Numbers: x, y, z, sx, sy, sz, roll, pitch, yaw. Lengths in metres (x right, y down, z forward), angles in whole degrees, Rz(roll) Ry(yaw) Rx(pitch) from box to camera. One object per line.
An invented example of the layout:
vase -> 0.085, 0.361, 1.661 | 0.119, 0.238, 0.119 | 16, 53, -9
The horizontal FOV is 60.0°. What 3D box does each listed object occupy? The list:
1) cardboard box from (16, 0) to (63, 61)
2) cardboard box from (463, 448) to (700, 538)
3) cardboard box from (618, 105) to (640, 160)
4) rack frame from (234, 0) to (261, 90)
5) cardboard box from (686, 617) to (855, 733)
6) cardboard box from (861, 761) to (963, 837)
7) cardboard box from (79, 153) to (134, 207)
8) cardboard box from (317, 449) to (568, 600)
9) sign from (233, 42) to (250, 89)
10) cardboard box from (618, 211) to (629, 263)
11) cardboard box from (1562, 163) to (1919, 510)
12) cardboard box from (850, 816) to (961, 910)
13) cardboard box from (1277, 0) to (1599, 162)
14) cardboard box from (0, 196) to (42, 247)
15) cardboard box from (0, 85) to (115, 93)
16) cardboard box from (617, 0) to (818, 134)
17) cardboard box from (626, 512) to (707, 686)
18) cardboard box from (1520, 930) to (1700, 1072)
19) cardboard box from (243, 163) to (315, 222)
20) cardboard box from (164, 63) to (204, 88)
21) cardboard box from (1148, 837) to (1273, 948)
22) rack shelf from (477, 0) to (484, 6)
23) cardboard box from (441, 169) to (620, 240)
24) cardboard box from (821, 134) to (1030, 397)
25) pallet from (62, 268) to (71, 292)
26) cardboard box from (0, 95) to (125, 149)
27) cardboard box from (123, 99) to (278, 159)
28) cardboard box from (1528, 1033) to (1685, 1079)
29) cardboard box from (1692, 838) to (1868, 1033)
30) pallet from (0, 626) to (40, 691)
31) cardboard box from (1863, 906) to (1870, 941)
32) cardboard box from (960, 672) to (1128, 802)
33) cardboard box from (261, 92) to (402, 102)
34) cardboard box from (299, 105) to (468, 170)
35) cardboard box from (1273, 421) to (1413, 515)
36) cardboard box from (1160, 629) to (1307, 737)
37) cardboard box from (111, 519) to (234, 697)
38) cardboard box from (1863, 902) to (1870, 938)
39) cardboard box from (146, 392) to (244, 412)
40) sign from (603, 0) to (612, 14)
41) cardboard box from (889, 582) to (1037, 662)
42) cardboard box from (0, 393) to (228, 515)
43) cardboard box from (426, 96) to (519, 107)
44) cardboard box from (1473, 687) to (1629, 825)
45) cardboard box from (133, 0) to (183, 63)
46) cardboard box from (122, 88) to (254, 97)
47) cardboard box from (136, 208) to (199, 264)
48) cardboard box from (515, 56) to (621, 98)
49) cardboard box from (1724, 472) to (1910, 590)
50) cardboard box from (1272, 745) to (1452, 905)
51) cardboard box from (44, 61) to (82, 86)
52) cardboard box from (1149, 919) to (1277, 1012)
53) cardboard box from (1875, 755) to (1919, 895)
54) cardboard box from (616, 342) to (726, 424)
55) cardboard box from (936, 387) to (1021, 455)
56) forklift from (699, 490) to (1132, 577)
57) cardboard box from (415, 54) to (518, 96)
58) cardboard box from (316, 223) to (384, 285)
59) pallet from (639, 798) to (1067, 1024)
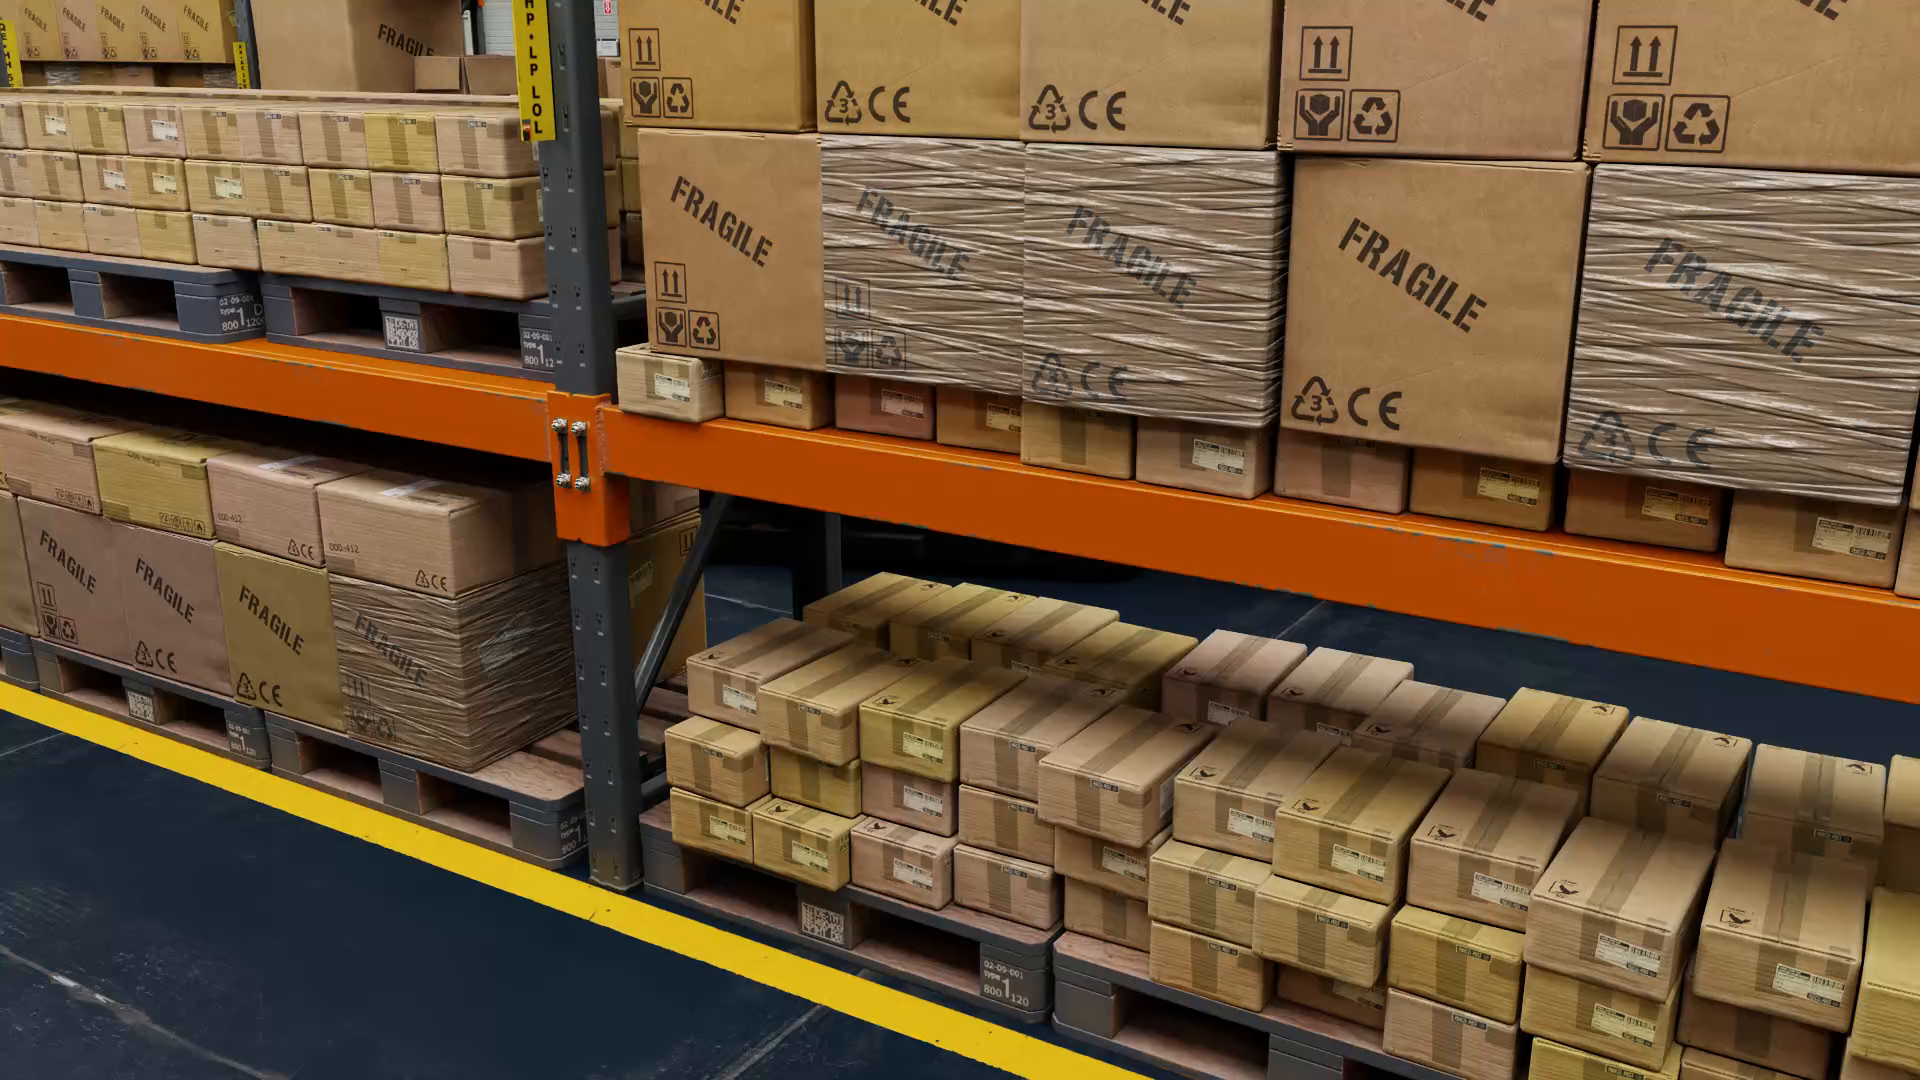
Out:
cardboard box -> -7.033, -4.045, 13.131 | 0.500, 0.500, 0.500 | 10, 20, 30
cardboard box -> -1.156, -0.184, 5.113 | 0.500, 0.250, 0.500 | 9, 19, 28
cardboard box -> -0.759, -1.181, 4.796 | 0.250, 0.149, 0.380 | 11, 20, 33
rack frame -> -4.800, -3.072, 12.334 | 0.127, 3.000, 1.000 | 10, 20, 30
cardboard box -> -0.479, 0.340, 4.260 | 0.250, 0.149, 0.380 | 11, 20, 32
cardboard box -> -0.034, 0.557, 4.056 | 0.250, 0.149, 0.380 | 10, 20, 30
cardboard box -> -2.436, -1.115, 5.088 | 0.250, 0.149, 0.380 | 11, 20, 32
cardboard box -> -1.431, -0.057, 4.695 | 0.500, 0.250, 0.500 | 10, 19, 29
sign -> -5.077, -3.351, 11.762 | 0.005, 0.325, 0.100 | 10, 20, 30
cardboard box -> -0.999, -0.938, 5.016 | 0.250, 0.149, 0.380 | 10, 20, 31
cardboard box -> 1.353, -0.383, 2.797 | 0.500, 0.500, 0.500 | 10, 20, 30
cardboard box -> -0.056, 0.721, 4.028 | 0.250, 0.149, 0.380 | 10, 20, 30
cardboard box -> 0.892, -0.944, 2.924 | 0.500, 0.500, 0.500 | 9, 19, 28
cardboard box -> -2.880, -1.051, 5.390 | 0.250, 0.149, 0.380 | 11, 20, 32
cardboard box -> -3.415, -1.655, 6.355 | 0.250, 0.149, 0.380 | 9, 19, 28
cardboard box -> -0.407, -1.182, 3.707 | 0.500, 0.500, 0.500 | 11, 20, 31
cardboard box -> -1.155, 0.175, 5.223 | 0.500, 0.500, 0.500 | 11, 20, 32
cardboard box -> 1.253, 0.823, 3.181 | 0.250, 0.149, 0.380 | 10, 20, 31
cardboard box -> -1.777, -0.996, 4.696 | 0.250, 0.149, 0.380 | 9, 19, 28
cardboard box -> -5.558, -3.431, 12.831 | 0.500, 0.500, 0.875 | 10, 20, 30
cardboard box -> 0.599, 0.701, 3.584 | 0.250, 0.149, 0.380 | 10, 20, 30
rack shelf -> -3.912, -5.694, 17.042 | 4.000, 0.370, 1.077 | 10, 20, 30
cardboard box -> -1.107, -0.877, 4.305 | 0.250, 0.149, 0.380 | 11, 20, 32
cardboard box -> 0.051, -0.621, 3.581 | 0.500, 0.500, 0.500 | 10, 20, 30
pallet -> -3.410, -1.077, 6.095 | 1.003, 0.211, 1.213 | 10, 20, 30
cardboard box -> -2.887, -1.338, 5.311 | 0.250, 0.149, 0.380 | 11, 20, 33
cardboard box -> -2.219, -1.219, 4.919 | 0.250, 0.149, 0.380 | 9, 19, 28
cardboard box -> 1.267, 0.968, 3.217 | 0.250, 0.149, 0.380 | 9, 19, 28
cardboard box -> 1.502, 0.711, 3.037 | 0.250, 0.149, 0.380 | 9, 19, 28
pallet -> -3.408, 0.203, 6.350 | 1.213, 0.211, 1.003 | 10, 20, 30
cardboard box -> 1.973, 0.773, 3.347 | 0.250, 0.149, 0.380 | 10, 20, 31
cardboard box -> 0.200, 0.457, 3.875 | 0.250, 0.149, 0.380 | 10, 19, 29
cardboard box -> -2.093, -1.418, 5.575 | 0.250, 0.149, 0.380 | 11, 20, 32
cardboard box -> -1.557, -1.101, 4.530 | 0.250, 0.149, 0.380 | 9, 19, 28
cardboard box -> 0.806, -0.180, 3.246 | 0.250, 0.149, 0.380 | 11, 20, 32
cardboard box -> 0.689, 0.368, 4.167 | 0.250, 0.149, 0.380 | 9, 19, 27
cardboard box -> -2.299, 0.145, 5.320 | 0.500, 0.500, 0.500 | 10, 19, 29
cardboard box -> 1.824, 0.849, 3.609 | 0.250, 0.149, 0.380 | 10, 20, 31
cardboard box -> -2.492, -0.420, 5.891 | 0.500, 0.250, 0.500 | 11, 20, 31
sign -> -6.535, -9.902, 30.829 | 0.199, 0.298, 0.001 | 10, 20, 30
cardboard box -> 0.013, 0.255, 4.540 | 0.250, 0.149, 0.380 | 10, 20, 31
cardboard box -> -2.765, -0.294, 5.476 | 0.500, 0.250, 0.500 | 10, 20, 30
cardboard box -> -1.429, -1.301, 5.188 | 0.250, 0.149, 0.380 | 10, 19, 29
cardboard box -> 1.344, 0.486, 3.781 | 0.250, 0.149, 0.380 | 10, 20, 31
cardboard box -> -5.754, -3.817, 12.381 | 0.500, 0.500, 0.500 | 10, 20, 30
cardboard box -> -2.750, -1.537, 5.966 | 0.250, 0.149, 0.380 | 11, 20, 32
cardboard box -> -2.218, -0.932, 4.997 | 0.250, 0.149, 0.380 | 11, 20, 32
cardboard box -> -2.400, -2.845, 10.691 | 0.500, 0.500, 0.700 | 14, 22, 38
cardboard box -> 1.466, -0.055, 2.834 | 0.250, 0.149, 0.380 | 9, 19, 28
cardboard box -> 0.839, 0.584, 3.457 | 0.250, 0.149, 0.380 | 10, 20, 30
cardboard box -> -6.861, -3.647, 13.543 | 0.500, 0.500, 0.875 | 10, 20, 30
cardboard box -> 0.605, 0.843, 3.627 | 0.250, 0.149, 0.380 | 10, 19, 29
cardboard box -> 2.030, 0.599, 3.408 | 0.250, 0.149, 0.380 | 10, 20, 30
cardboard box -> -0.594, -0.398, 3.962 | 0.250, 0.149, 0.380 | 11, 20, 32
cardboard box -> 0.148, -0.307, 3.662 | 0.250, 0.149, 0.380 | 9, 19, 28
forklift -> -0.666, -1.449, 7.109 | 3.031, 2.935, 1.130 | 4, 17, 11
cardboard box -> -3.274, -3.082, 11.465 | 0.637, 0.503, 0.797 | 13, 21, 36
cardboard box -> -1.539, -0.812, 4.603 | 0.250, 0.149, 0.380 | 10, 20, 30
pallet -> -0.074, 0.785, 4.432 | 1.213, 0.211, 1.003 | 10, 20, 30
